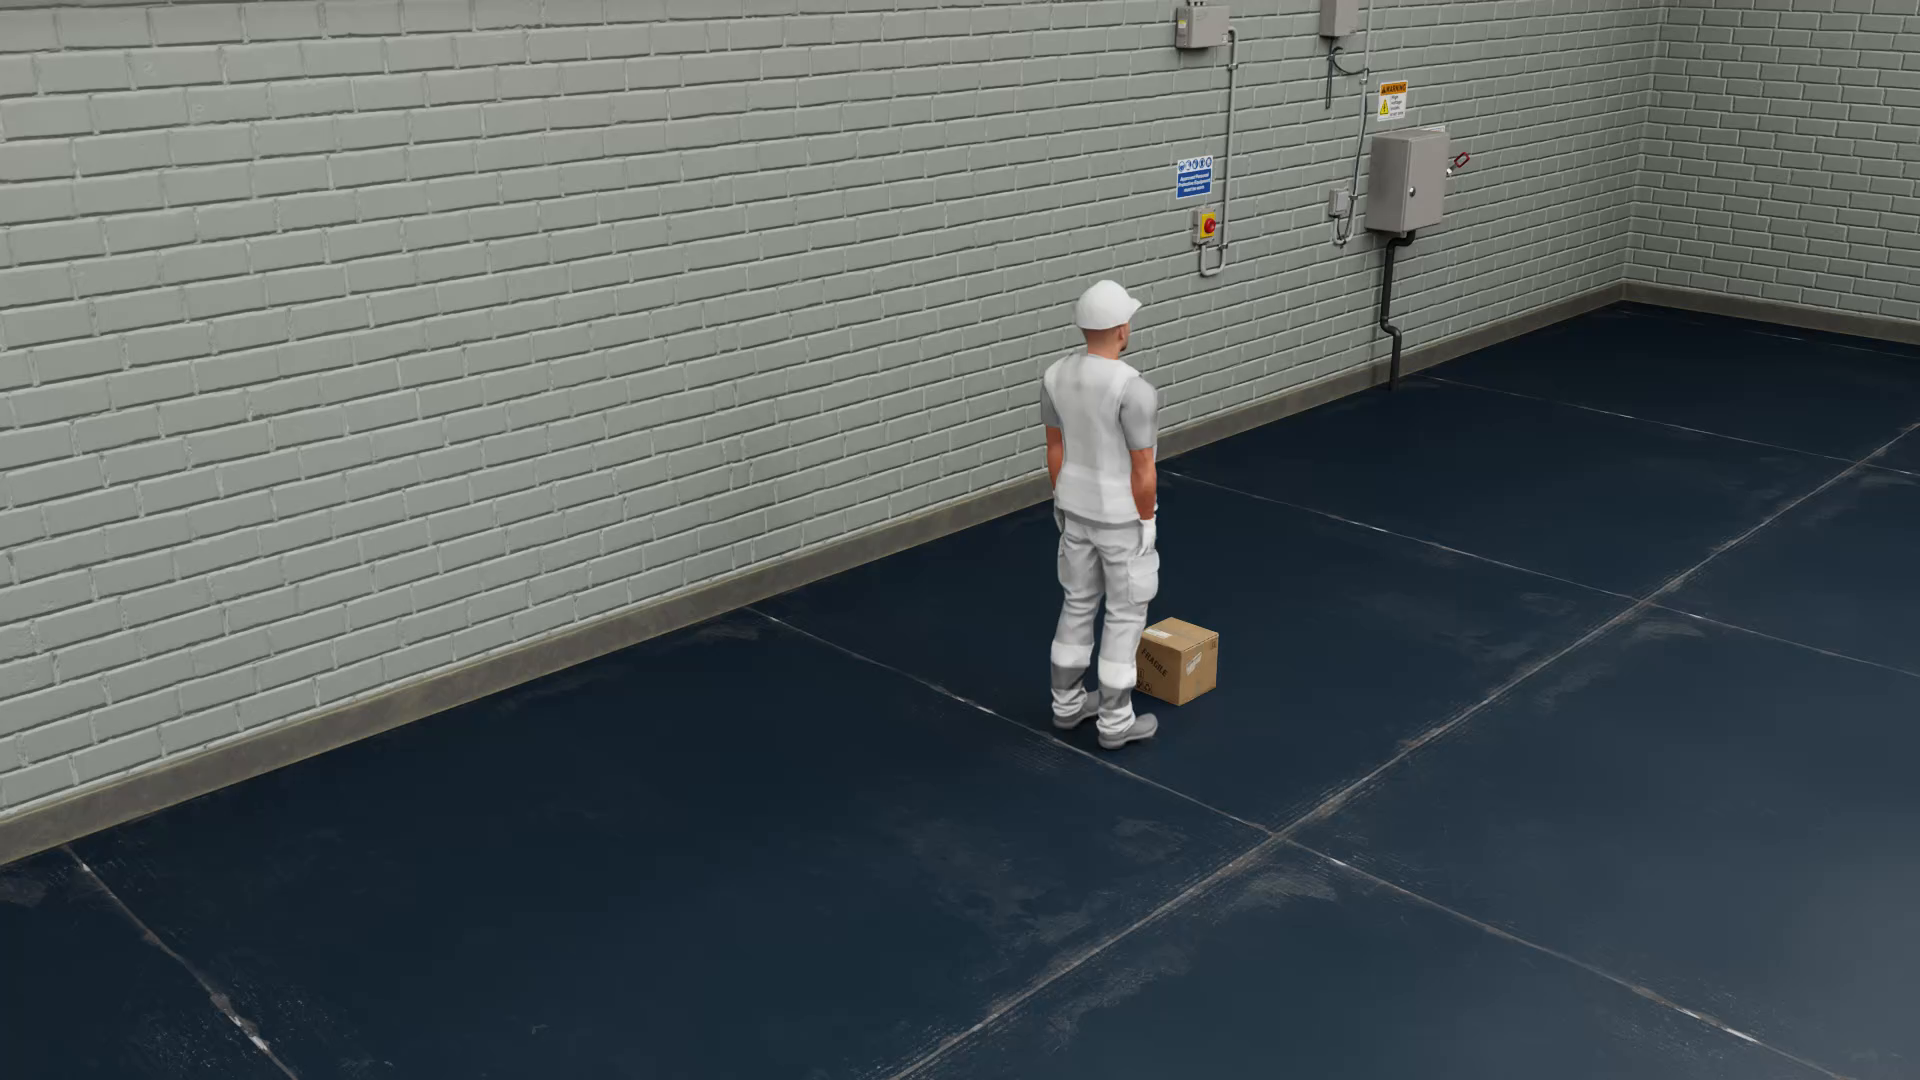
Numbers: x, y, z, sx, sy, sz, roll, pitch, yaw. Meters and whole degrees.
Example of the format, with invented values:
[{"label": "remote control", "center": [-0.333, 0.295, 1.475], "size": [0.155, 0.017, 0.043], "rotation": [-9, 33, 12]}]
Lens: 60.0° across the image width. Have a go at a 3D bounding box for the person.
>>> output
[{"label": "person", "center": [0.543, -0.099, 6.308], "size": [0.334, 1.788, 0.524], "rotation": [-19, 28, -41]}]
